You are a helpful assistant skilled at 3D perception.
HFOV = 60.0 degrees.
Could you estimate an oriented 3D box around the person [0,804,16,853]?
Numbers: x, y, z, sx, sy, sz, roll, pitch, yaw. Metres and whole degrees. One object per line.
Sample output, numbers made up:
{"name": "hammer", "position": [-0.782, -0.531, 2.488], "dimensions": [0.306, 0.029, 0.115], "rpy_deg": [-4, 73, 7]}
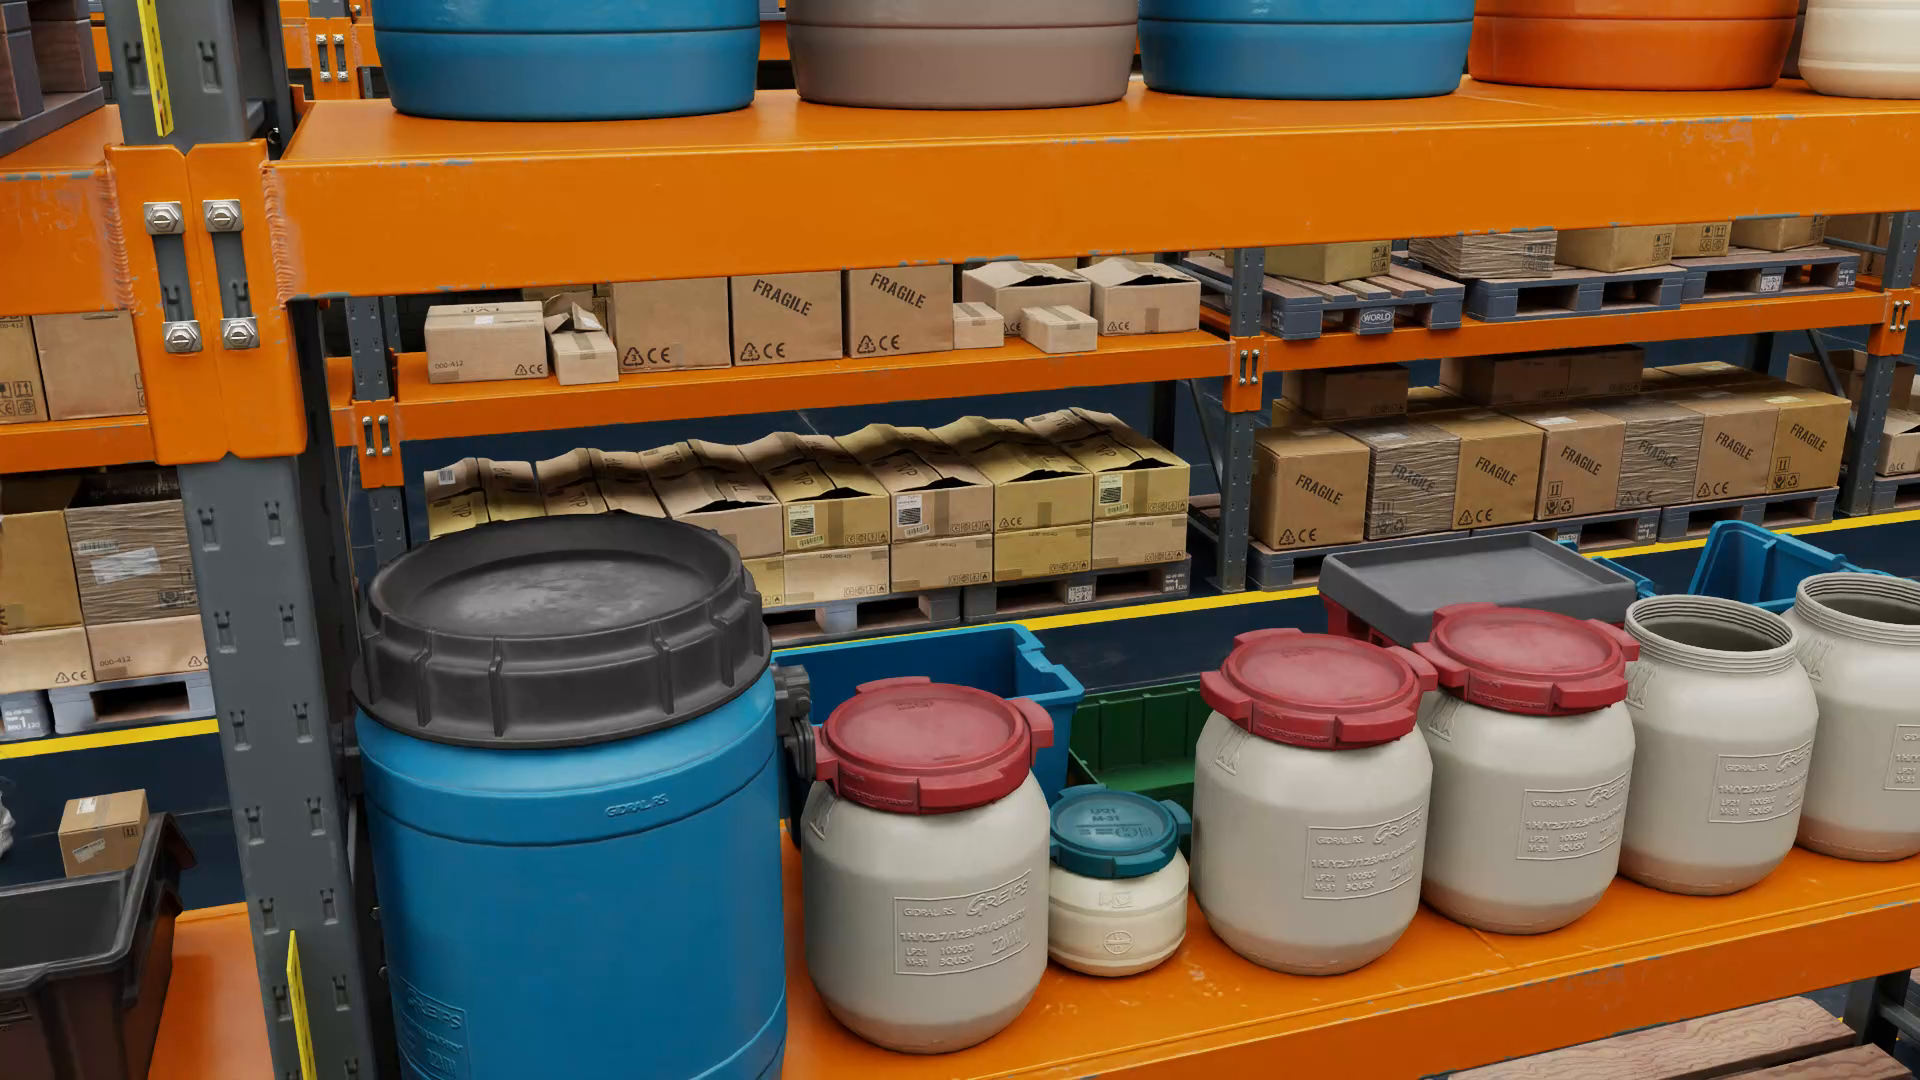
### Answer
{"name": "person", "position": [-3.848, 0.320, 5.553], "dimensions": [1.004, 1.709, 0.566], "rpy_deg": [-5, 20, -14]}
